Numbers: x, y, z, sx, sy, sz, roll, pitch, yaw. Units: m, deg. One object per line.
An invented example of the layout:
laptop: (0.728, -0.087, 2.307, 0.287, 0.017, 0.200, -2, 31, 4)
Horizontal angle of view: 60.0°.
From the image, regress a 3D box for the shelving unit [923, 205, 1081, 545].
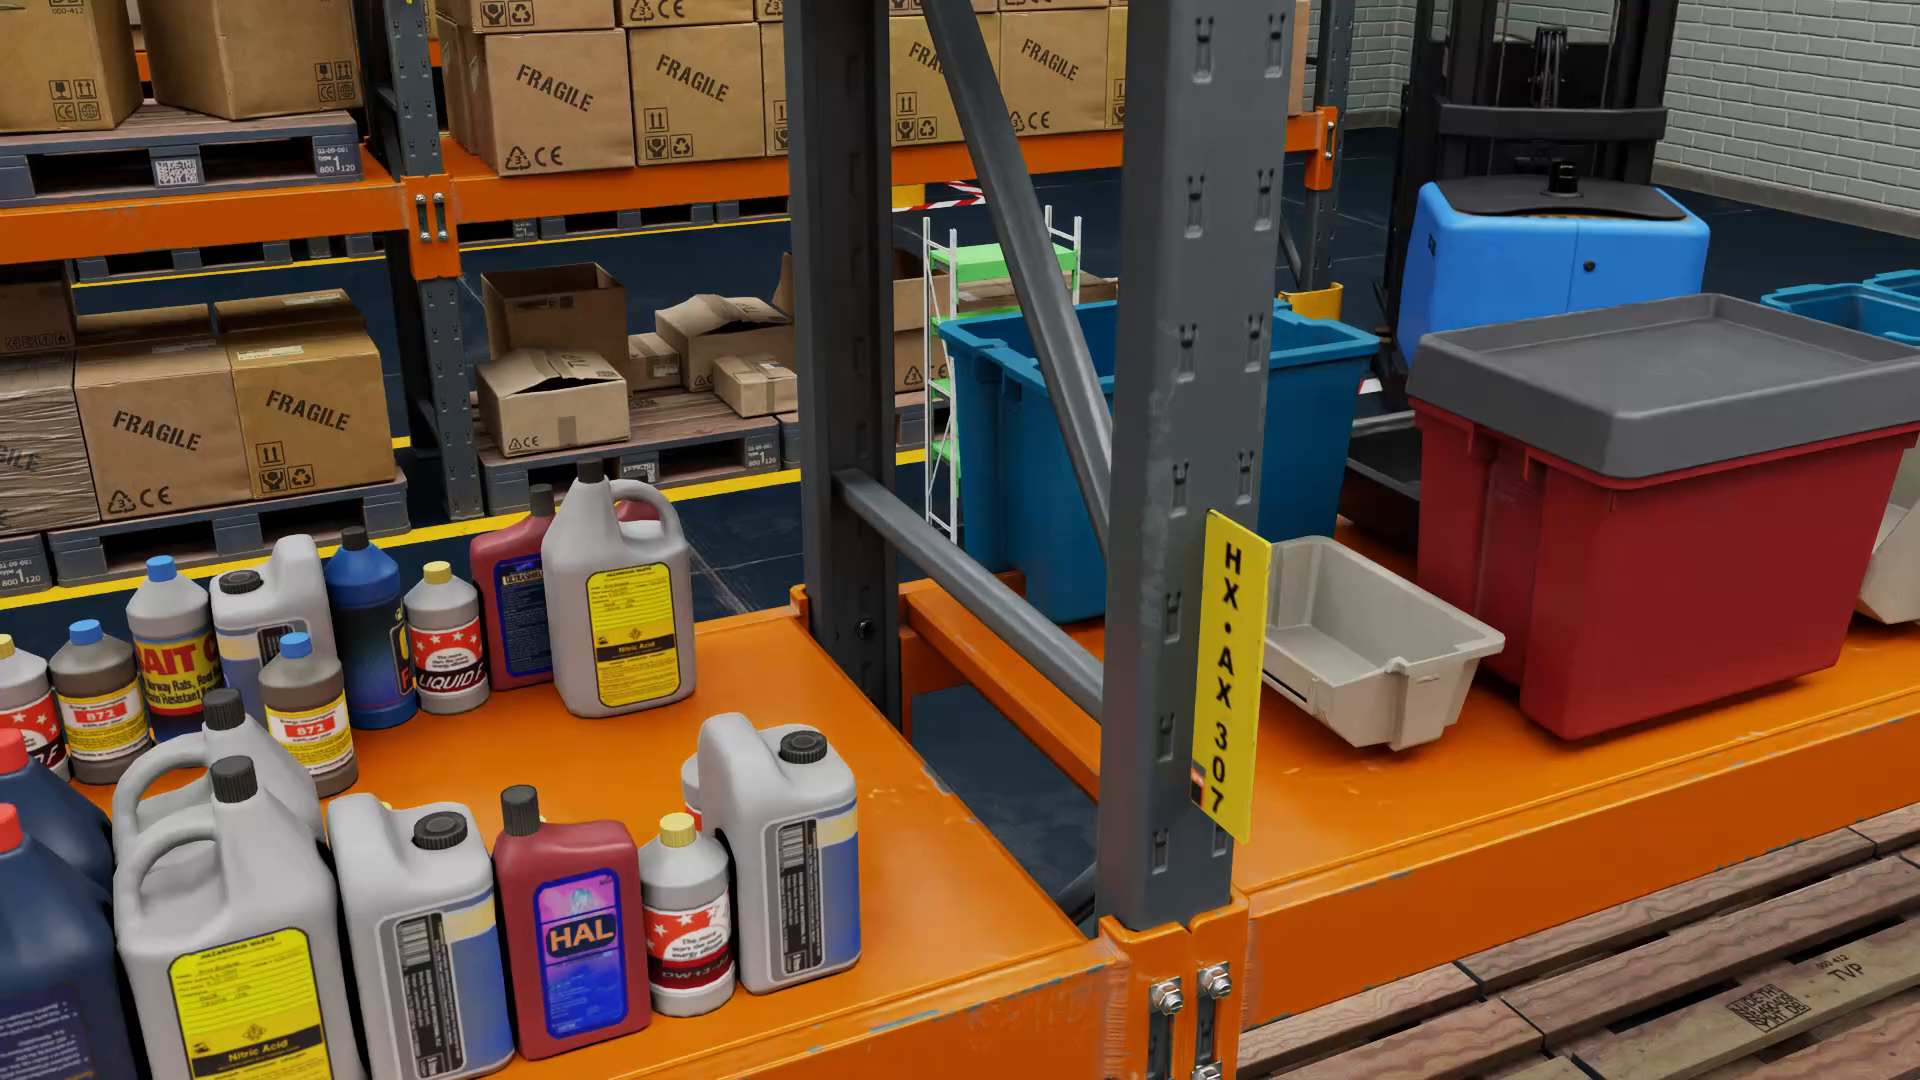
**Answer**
shelving unit: (0.149, -0.582, 6.087, 0.503, 1.200, 0.258, -10, 25, -24)

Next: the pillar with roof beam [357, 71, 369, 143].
pillar with roof beam: (-2.147, -5.042, 6.664, 0.400, 9.000, 9.100, -10, 25, -24)

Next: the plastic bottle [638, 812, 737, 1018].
plastic bottle: (-0.281, 0.372, 1.688, 0.097, 0.201, 0.097, 0, 22, 0)

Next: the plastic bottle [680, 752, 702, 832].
plastic bottle: (-0.259, 0.304, 1.854, 0.097, 0.201, 0.097, 0, 22, 0)

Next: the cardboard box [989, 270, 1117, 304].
cardboard box: (0.423, -1.153, 8.135, 0.500, 0.250, 0.500, -10, 25, -24)

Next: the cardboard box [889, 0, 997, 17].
cardboard box: (-0.178, -2.379, 6.637, 0.500, 0.500, 0.500, -10, 24, -22)

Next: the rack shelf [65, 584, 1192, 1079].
rack shelf: (-1.775, 0.739, 1.483, 4.000, 0.370, 1.077, -10, 25, -24)

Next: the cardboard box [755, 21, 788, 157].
cardboard box: (-0.629, -1.838, 6.637, 0.500, 0.500, 0.500, -11, 25, -24)

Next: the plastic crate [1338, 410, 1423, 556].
plastic crate: (0.919, -0.104, 2.860, 0.590, 0.125, 0.437, -10, 25, -24)

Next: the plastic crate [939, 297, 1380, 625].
plastic crate: (0.300, -0.140, 2.609, 0.575, 0.384, 0.392, -10, 25, -24)

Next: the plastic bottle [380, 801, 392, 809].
plastic bottle: (-0.588, 0.364, 1.707, 0.097, 0.201, 0.097, 0, 22, 0)

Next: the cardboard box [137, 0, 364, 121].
cardboard box: (-2.642, -1.871, 6.169, 0.700, 0.500, 0.500, 21, 30, 41)

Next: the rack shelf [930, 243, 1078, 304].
rack shelf: (0.149, -0.966, 5.928, 0.480, 0.148, 0.258, -10, 25, -24)

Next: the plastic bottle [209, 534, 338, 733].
plastic bottle: (-0.885, 0.139, 2.155, 0.135, 0.276, 0.152, -10, 25, -24)

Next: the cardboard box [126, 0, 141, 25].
cardboard box: (-5.032, -3.280, 9.707, 0.500, 0.500, 0.500, -10, 25, -23)

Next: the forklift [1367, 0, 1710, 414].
forklift: (2.597, -2.156, 7.626, 1.130, 2.935, 3.031, 3, 23, 7)

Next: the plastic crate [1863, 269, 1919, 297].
plastic crate: (2.079, -0.393, 3.418, 0.300, 0.233, 0.416, -10, 25, -24)

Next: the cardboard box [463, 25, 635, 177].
cardboard box: (-1.541, -1.669, 6.230, 0.500, 0.500, 0.500, -10, 24, -22)

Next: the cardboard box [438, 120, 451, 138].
cardboard box: (-3.552, -2.467, 11.007, 0.500, 0.500, 0.700, -10, 25, -23)

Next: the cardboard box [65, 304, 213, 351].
cardboard box: (-3.135, -0.592, 6.452, 0.500, 0.500, 0.500, -10, 25, -23)

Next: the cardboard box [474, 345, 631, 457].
cardboard box: (-1.646, -0.589, 6.690, 0.500, 0.311, 0.500, -10, 25, -24)

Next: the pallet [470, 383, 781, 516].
pallet: (-1.499, -0.458, 7.080, 1.213, 0.211, 1.003, -10, 25, -24)

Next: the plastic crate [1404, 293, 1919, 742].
plastic crate: (0.940, -0.044, 2.272, 0.583, 0.464, 0.402, -10, 25, -24)

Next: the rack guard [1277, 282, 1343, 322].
rack guard: (1.418, -1.128, 8.323, 0.348, 0.500, 1.175, -10, 25, -24)

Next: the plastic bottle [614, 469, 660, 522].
plastic bottle: (-0.489, 0.043, 2.377, 0.133, 0.283, 0.061, -10, 25, -24)

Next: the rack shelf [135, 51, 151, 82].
rack shelf: (-6.072, -2.675, 9.731, 4.000, 0.370, 1.077, -10, 25, -24)

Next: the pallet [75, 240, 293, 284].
pallet: (-4.932, -1.897, 10.556, 1.213, 0.211, 1.003, -10, 25, -24)

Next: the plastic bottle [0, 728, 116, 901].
plastic bottle: (-0.889, 0.344, 1.561, 0.185, 0.351, 0.144, -10, 25, -24)

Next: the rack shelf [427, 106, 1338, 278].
rack shelf: (-0.316, -1.632, 7.211, 4.000, 0.370, 1.077, -10, 25, -24)

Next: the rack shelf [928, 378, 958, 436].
rack shelf: (0.149, -0.523, 6.111, 0.480, 0.148, 0.258, -10, 25, -24)

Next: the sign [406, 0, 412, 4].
sign: (-1.874, -1.977, 5.590, 0.005, 0.325, 0.100, -10, 25, -24)

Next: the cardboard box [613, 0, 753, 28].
cardboard box: (-1.107, -2.208, 6.223, 0.500, 0.500, 0.500, -11, 25, -25)

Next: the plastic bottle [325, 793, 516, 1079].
plastic bottle: (-0.517, 0.370, 1.597, 0.135, 0.276, 0.152, -10, 25, -24)

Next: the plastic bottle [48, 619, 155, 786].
plastic bottle: (-1.089, 0.199, 2.107, 0.097, 0.201, 0.097, 0, 22, 0)

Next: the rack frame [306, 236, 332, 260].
rack frame: (-4.270, -3.339, 10.395, 0.127, 3.000, 1.000, -10, 25, -24)

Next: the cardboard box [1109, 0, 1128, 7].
cardboard box: (0.749, -2.552, 7.054, 0.500, 0.500, 0.500, -10, 24, -22)

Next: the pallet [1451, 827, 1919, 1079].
pallet: (1.773, 1.024, 3.499, 1.213, 0.211, 1.003, -10, 25, -24)

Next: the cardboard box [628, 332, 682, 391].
cardboard box: (-1.416, -0.794, 7.398, 0.250, 0.149, 0.380, -10, 25, -24)

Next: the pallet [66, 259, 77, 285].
pallet: (-6.033, -1.693, 10.064, 1.213, 0.211, 1.003, -10, 25, -24)

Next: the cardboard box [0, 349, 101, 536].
cardboard box: (-3.340, -0.338, 5.838, 0.500, 0.500, 0.500, -10, 25, -23)

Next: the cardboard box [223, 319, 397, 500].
cardboard box: (-2.438, -0.500, 6.230, 0.500, 0.500, 0.500, -11, 25, -24)

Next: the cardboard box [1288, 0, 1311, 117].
cardboard box: (1.201, -2.174, 7.450, 0.500, 0.500, 0.500, -10, 24, -22)

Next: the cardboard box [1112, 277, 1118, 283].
cardboard box: (0.960, -1.231, 8.454, 0.250, 0.149, 0.380, -10, 25, -24)

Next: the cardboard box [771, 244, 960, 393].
cardboard box: (-0.427, -0.996, 7.422, 0.637, 0.503, 0.797, -10, 25, -24)

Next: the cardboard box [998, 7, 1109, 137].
cardboard box: (0.283, -2.006, 7.043, 0.500, 0.500, 0.500, -10, 25, -23)

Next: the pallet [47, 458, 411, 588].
pallet: (-2.835, -0.196, 6.448, 1.213, 0.211, 1.003, -10, 25, -24)

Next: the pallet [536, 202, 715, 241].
pallet: (-2.450, -2.354, 11.660, 1.213, 0.211, 1.003, -10, 25, -24)

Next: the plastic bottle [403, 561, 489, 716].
plastic bottle: (-0.705, 0.128, 2.278, 0.097, 0.201, 0.097, 0, 22, 0)

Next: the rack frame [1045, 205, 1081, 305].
rack frame: (0.369, -0.622, 6.185, 0.015, 1.200, 0.240, -10, 25, -24)

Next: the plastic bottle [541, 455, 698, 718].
plastic bottle: (-0.467, 0.051, 2.269, 0.185, 0.351, 0.144, -10, 25, -24)

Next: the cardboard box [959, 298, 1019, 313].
cardboard box: (0.234, -0.907, 7.538, 0.500, 0.250, 0.500, -10, 25, -24)

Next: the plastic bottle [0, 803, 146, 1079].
plastic bottle: (-0.826, 0.394, 1.441, 0.185, 0.351, 0.144, -10, 25, -24)
